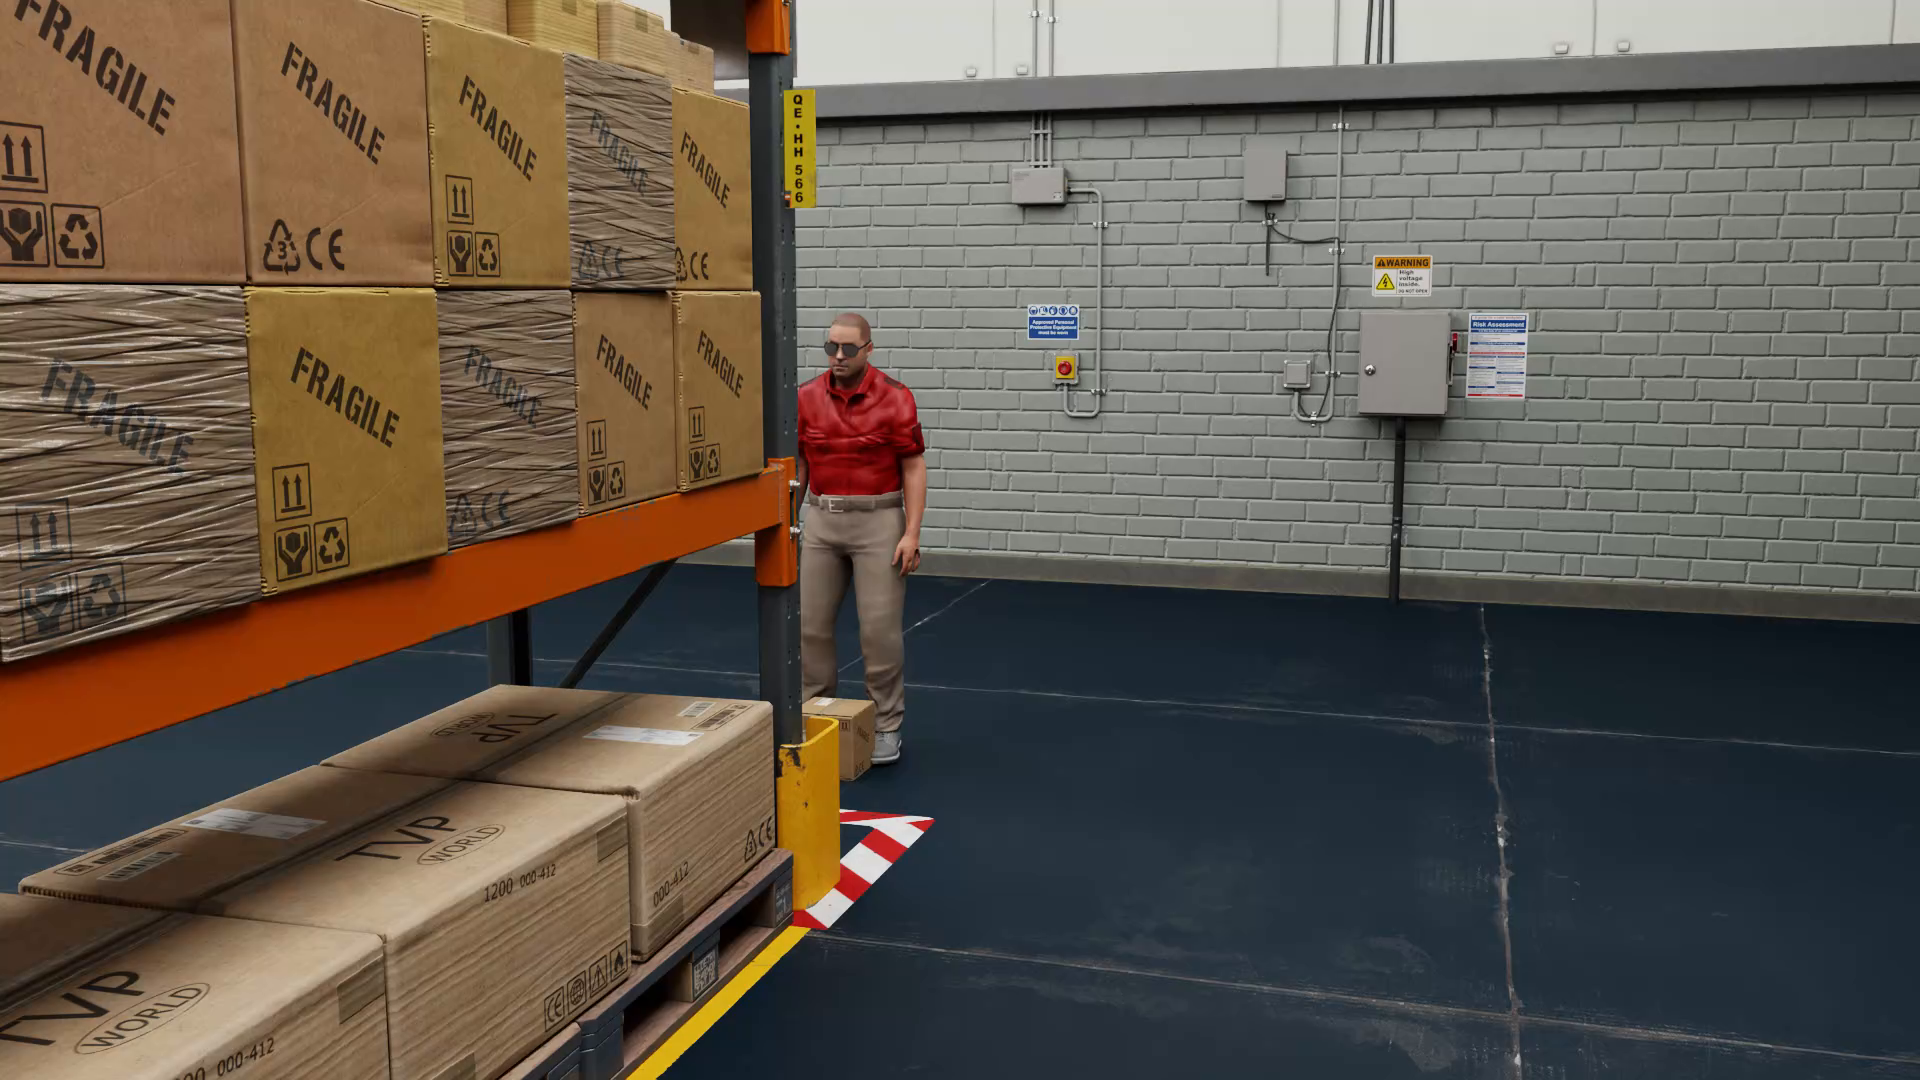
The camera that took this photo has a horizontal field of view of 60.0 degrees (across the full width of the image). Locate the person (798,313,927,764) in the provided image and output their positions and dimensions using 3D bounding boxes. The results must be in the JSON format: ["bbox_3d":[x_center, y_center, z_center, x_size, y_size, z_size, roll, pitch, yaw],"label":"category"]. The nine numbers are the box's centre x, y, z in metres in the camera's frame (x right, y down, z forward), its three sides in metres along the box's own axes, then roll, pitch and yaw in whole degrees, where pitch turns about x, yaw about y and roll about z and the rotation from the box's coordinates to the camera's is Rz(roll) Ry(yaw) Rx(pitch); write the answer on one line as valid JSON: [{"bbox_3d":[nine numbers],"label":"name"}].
[{"bbox_3d":[-0.420,-0.013,6.464,0.585,1.727,0.392,2,9,16],"label":"person"}]
